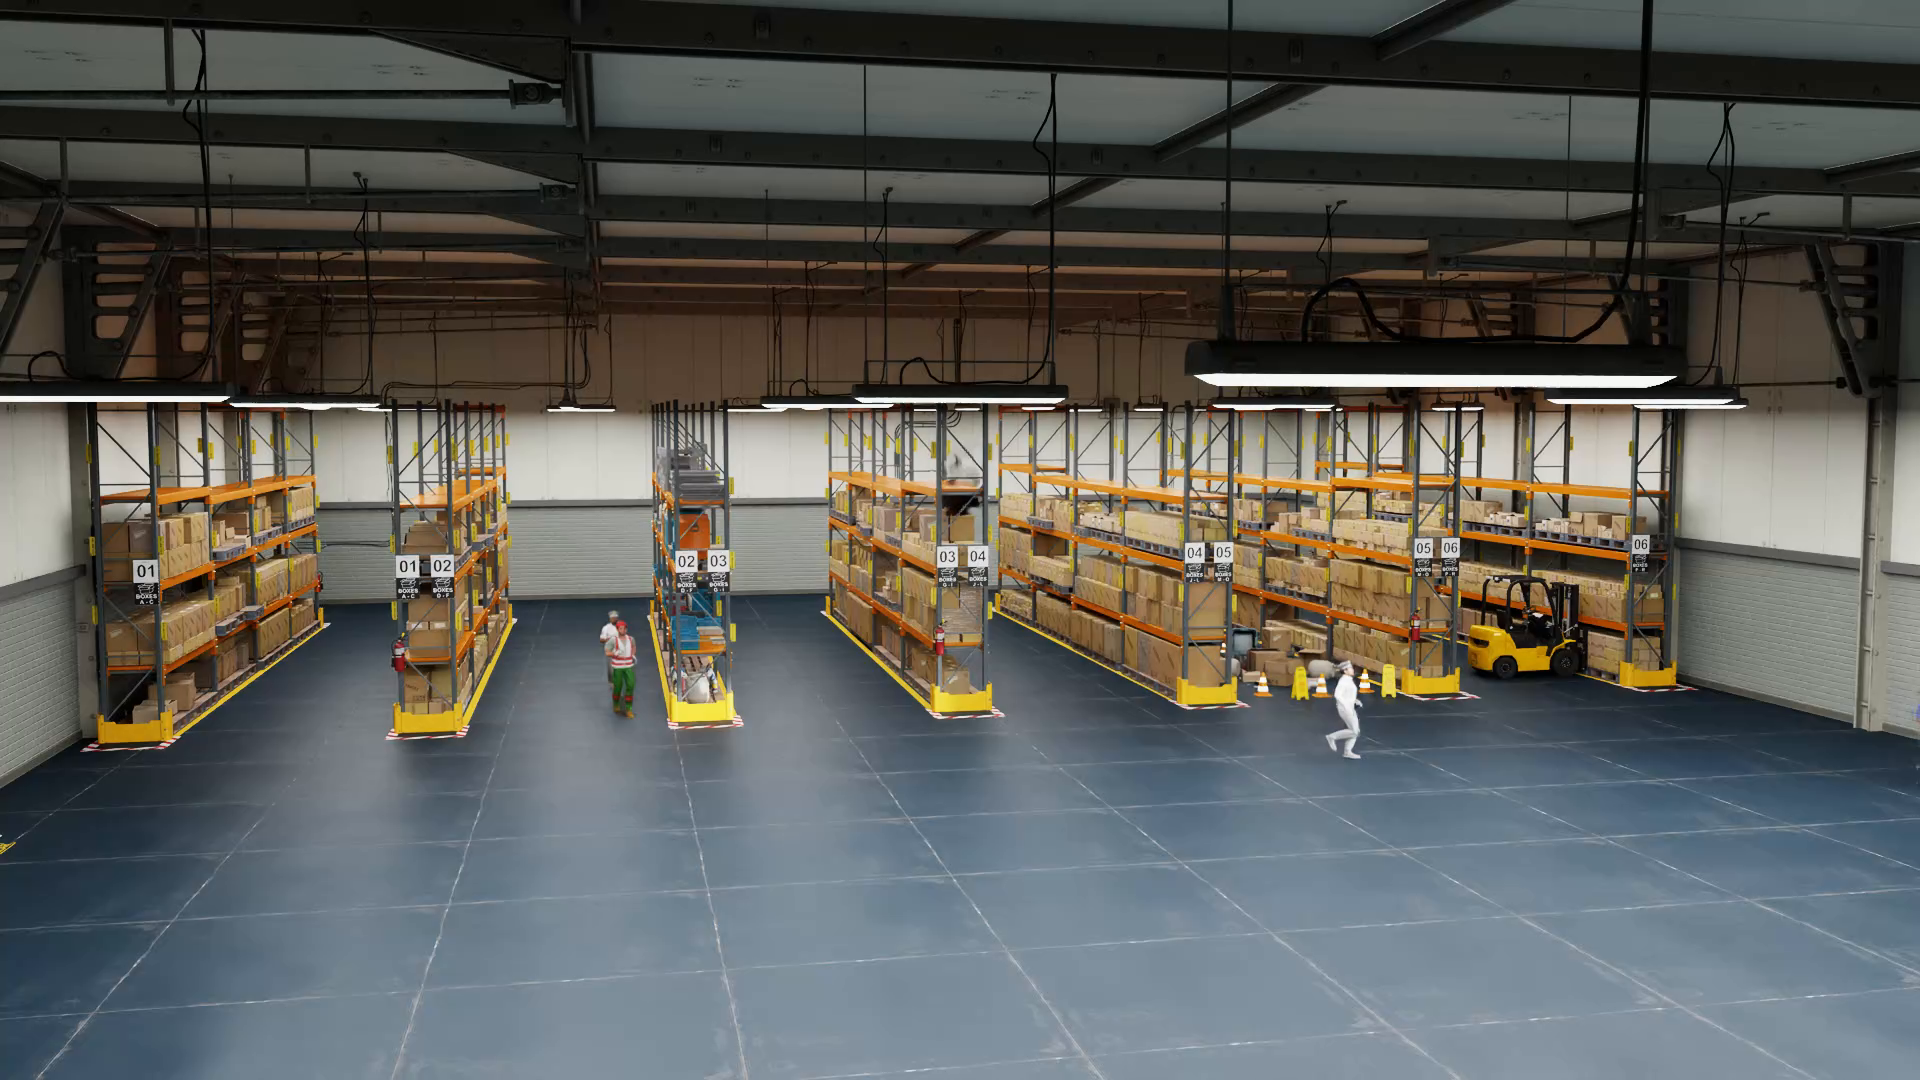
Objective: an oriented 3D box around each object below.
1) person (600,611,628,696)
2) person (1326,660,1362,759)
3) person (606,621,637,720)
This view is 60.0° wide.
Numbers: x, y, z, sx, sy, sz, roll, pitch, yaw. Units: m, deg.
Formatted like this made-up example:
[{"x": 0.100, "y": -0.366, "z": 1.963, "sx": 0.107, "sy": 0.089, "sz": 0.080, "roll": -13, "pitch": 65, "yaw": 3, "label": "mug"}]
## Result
[{"x": -7.053, "y": 2.291, "z": 33.963, "sx": 0.581, "sy": 1.699, "sz": 0.844, "roll": -1, "pitch": 5, "yaw": -17, "label": "person"}, {"x": 6.401, "y": 2.812, "z": 27.696, "sx": 0.567, "sy": 1.646, "sz": 0.629, "roll": 1, "pitch": 5, "yaw": 19, "label": "person"}, {"x": -6.388, "y": 2.441, "z": 31.461, "sx": 0.640, "sy": 1.830, "sz": 0.797, "roll": -2, "pitch": 5, "yaw": -26, "label": "person"}]
